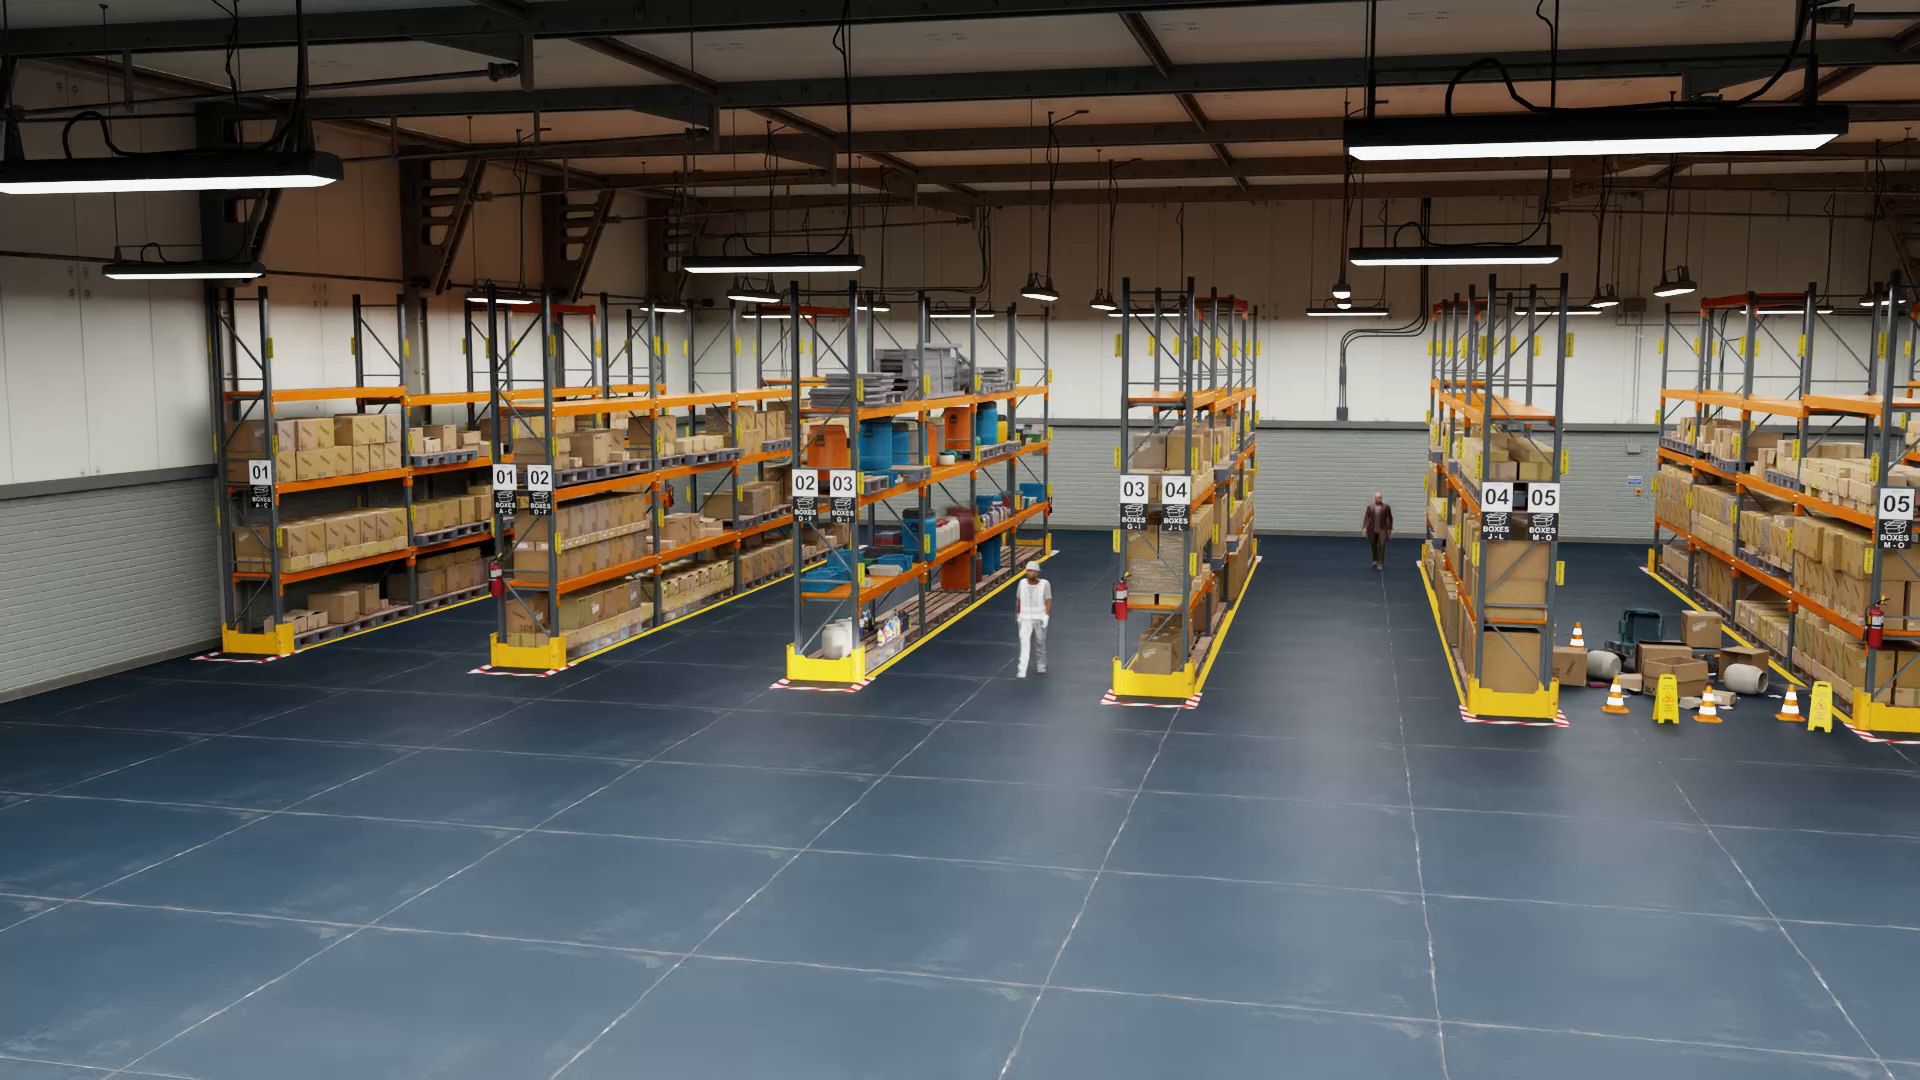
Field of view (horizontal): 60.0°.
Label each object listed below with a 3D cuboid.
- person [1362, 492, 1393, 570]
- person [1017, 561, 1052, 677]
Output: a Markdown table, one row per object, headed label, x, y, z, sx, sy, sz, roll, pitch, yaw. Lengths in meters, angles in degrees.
| label | x | y | z | sx | sy | sz | roll | pitch | yaw |
| --- | --- | --- | --- | --- | --- | --- | --- | --- | --- |
| person | 9.497 | -0.224 | 37.832 | 0.659 | 1.717 | 1.115 | 2 | 7 | 18 |
| person | 1.104 | 1.205 | 25.316 | 0.574 | 1.745 | 0.978 | 2 | 7 | 14 |
